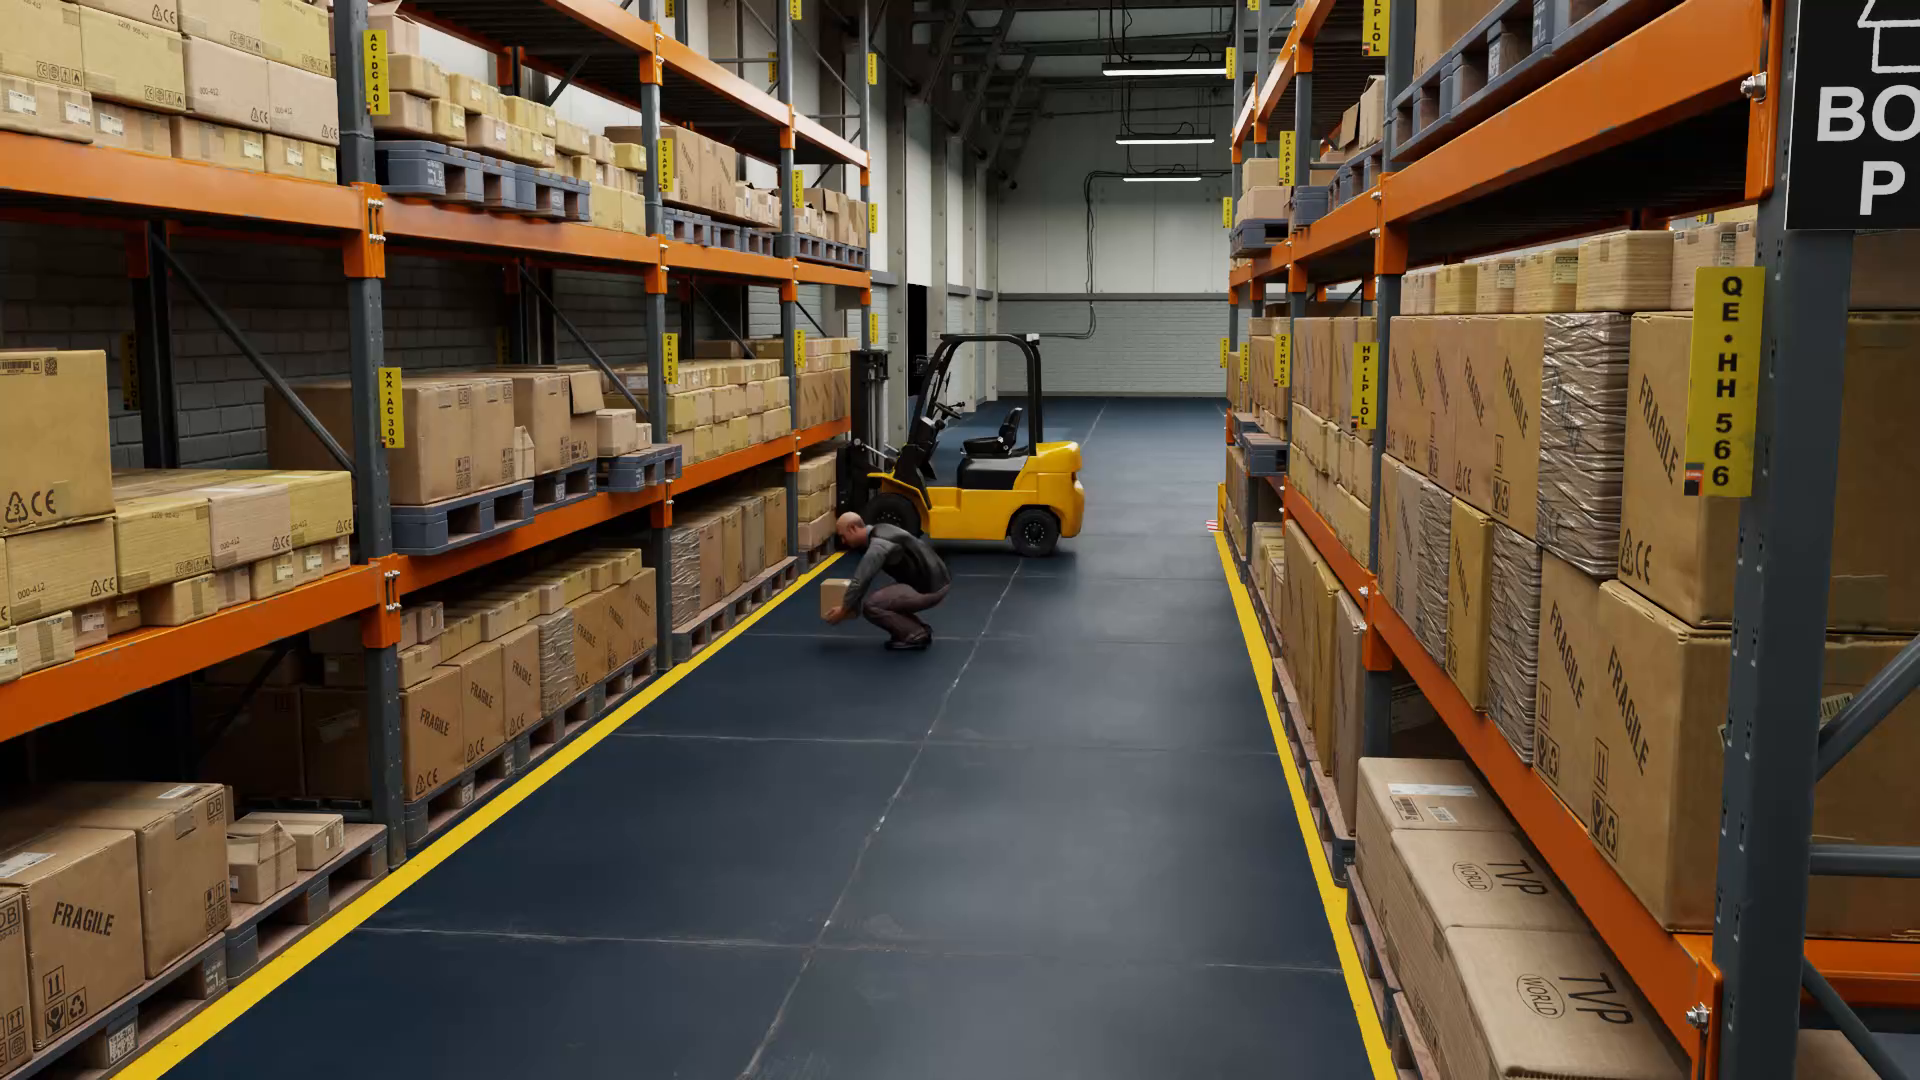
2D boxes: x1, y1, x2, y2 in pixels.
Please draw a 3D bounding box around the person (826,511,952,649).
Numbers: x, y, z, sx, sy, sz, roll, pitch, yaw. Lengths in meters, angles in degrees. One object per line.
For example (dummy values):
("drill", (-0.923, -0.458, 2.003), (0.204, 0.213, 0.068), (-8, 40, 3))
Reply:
("person", (-0.499, 0.276, 11.732), (0.874, 0.963, 0.540), (1, 8, 6))
